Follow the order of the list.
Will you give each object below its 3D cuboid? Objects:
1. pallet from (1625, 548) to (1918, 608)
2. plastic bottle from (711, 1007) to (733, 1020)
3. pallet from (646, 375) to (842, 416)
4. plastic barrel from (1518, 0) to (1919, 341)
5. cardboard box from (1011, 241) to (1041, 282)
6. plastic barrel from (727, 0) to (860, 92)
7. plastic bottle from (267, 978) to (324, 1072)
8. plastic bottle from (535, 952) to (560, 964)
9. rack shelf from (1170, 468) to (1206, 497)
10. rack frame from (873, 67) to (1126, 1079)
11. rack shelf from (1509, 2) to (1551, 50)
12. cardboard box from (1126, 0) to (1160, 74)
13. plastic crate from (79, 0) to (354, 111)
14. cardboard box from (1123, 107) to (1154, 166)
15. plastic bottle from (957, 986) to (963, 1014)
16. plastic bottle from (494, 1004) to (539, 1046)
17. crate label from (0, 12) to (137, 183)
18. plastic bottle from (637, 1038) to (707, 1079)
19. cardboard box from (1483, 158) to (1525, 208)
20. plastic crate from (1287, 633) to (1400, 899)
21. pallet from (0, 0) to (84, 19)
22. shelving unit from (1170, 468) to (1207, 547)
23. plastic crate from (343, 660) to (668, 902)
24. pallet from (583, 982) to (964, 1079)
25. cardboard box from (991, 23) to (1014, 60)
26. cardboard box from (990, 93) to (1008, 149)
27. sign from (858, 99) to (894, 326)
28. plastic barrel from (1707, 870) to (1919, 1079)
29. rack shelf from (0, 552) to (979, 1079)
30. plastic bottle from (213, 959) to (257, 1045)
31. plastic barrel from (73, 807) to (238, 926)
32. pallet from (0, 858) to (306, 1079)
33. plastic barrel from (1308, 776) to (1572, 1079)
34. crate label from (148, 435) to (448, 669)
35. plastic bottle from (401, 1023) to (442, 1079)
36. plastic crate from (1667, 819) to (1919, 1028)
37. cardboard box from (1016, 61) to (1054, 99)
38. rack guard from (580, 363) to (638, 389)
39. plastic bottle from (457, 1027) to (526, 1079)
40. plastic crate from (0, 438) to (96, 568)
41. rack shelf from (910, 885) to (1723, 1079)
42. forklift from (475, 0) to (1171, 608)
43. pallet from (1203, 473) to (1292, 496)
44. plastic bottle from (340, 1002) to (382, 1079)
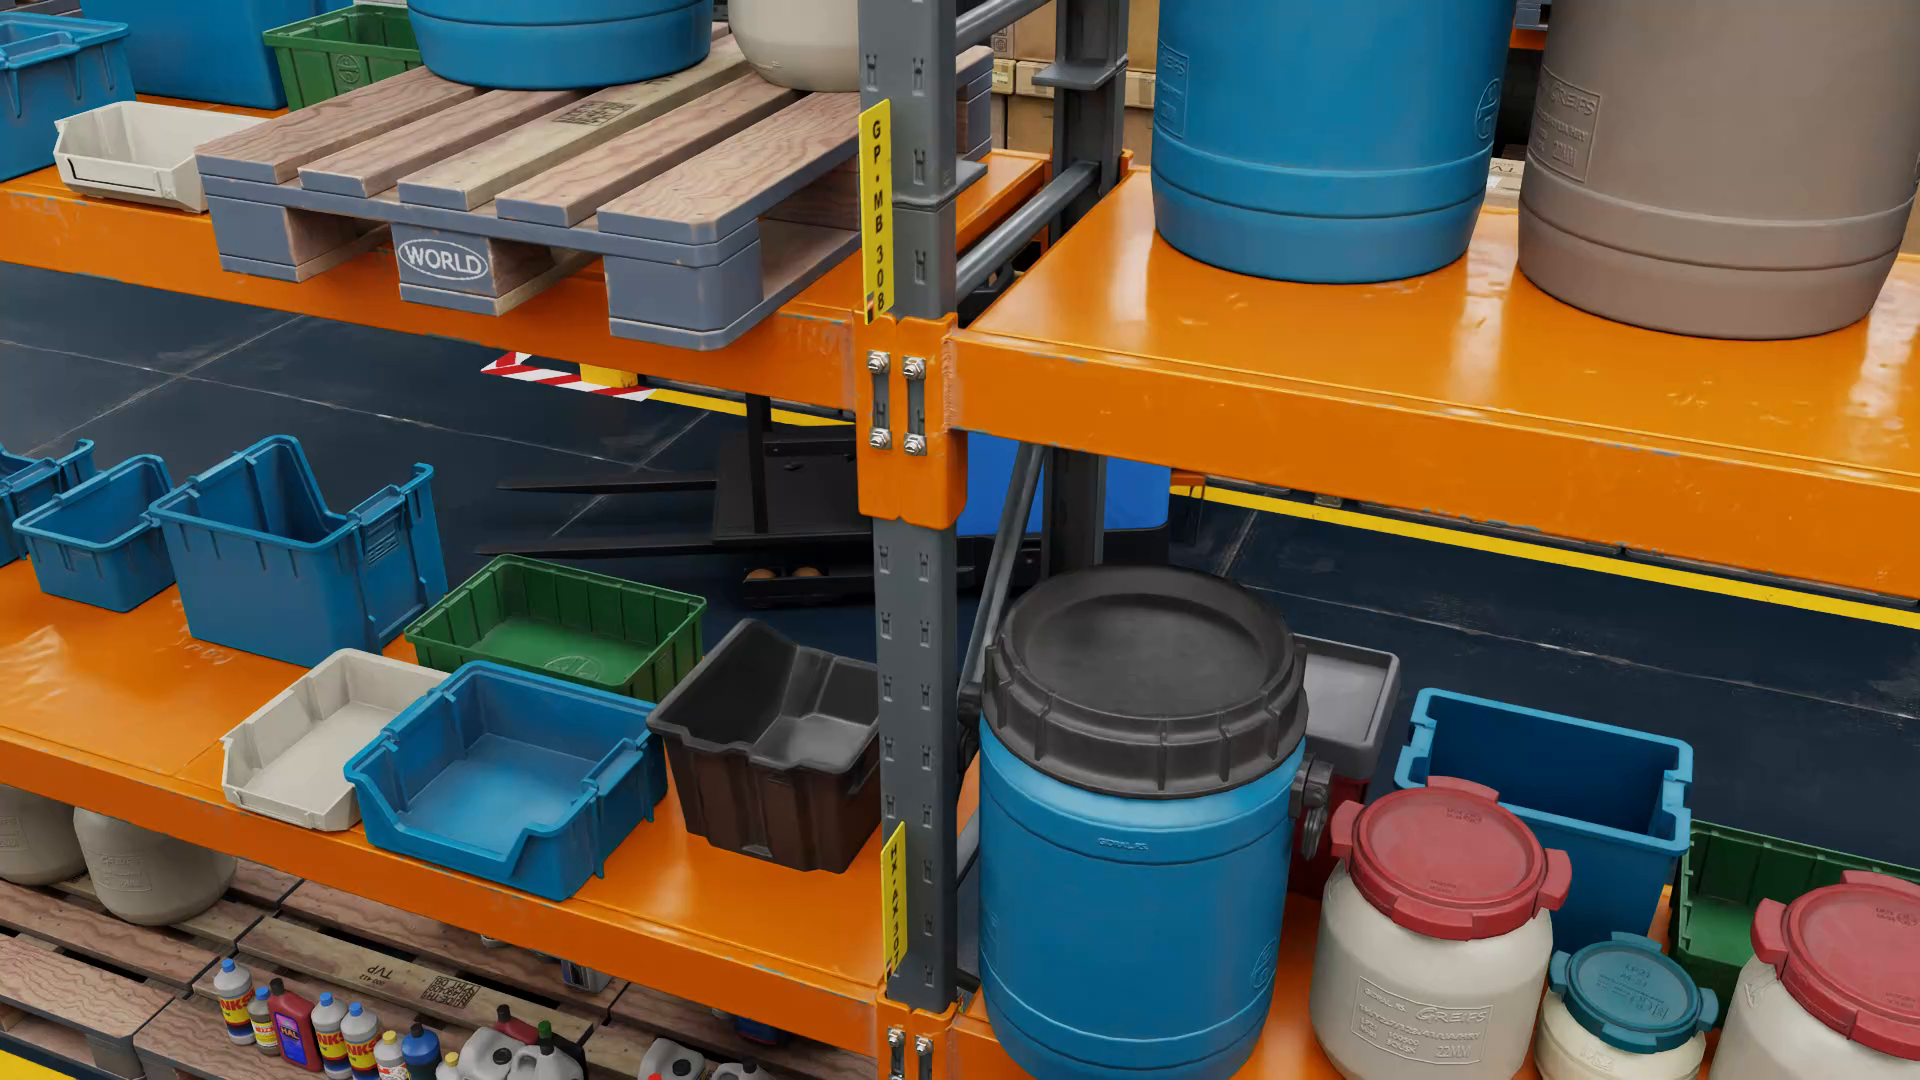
[{"bbox_3d":[3.789,-0.133,7.770,1.213,0.211,1.003,11,31,19],"label":"pallet"},{"bbox_3d":[-0.680,1.254,4.809,0.097,0.271,0.097,0,29,0],"label":"plastic bottle"},{"bbox_3d":[-1.025,-1.094,9.471,1.213,0.211,1.003,11,31,19],"label":"pallet"},{"bbox_3d":[1.250,-0.840,2.630,0.600,0.901,0.600,0,29,0],"label":"plastic barrel"},{"bbox_3d":[0.522,-1.177,8.390,0.500,0.500,0.500,11,31,19],"label":"cardboard box"},{"bbox_3d":[-0.234,-1.139,3.128,0.421,0.512,0.421,0,29,0],"label":"plastic barrel"},{"bbox_3d":[-1.849,1.346,4.633,0.133,0.283,0.061,12,32,20],"label":"plastic bottle"},{"bbox_3d":[-1.246,1.171,5.027,0.097,0.201,0.097,0,29,0],"label":"plastic bottle"},{"bbox_3d":[1.010,-0.304,7.634,0.180,0.103,0.258,1,29,-5],"label":"rack shelf"},{"bbox_3d":[0.092,0.568,3.697,0.127,3.000,1.000,11,31,19],"label":"rack frame"},{"bbox_3d":[5.670,-3.266,11.211,4.000,0.370,1.077,11,31,19],"label":"rack shelf"},{"bbox_3d":[1.075,-2.471,7.652,0.500,0.500,0.700,11,31,19],"label":"cardboard box"},{"bbox_3d":[-1.735,-1.256,3.891,0.575,0.384,0.392,11,31,19],"label":"plastic crate"},{"bbox_3d":[1.053,-1.907,7.975,0.500,0.500,0.700,11,31,19],"label":"cardboard box"},{"bbox_3d":[-0.039,1.305,4.718,0.097,0.271,0.097,0,29,0],"label":"plastic bottle"},{"bbox_3d":[-1.200,1.395,4.547,0.133,0.283,0.061,11,31,19],"label":"plastic bottle"},{"bbox_3d":[-2.005,-0.916,3.426,0.408,0.251,0.502,11,31,19],"label":"crate label"},{"bbox_3d":[-0.759,1.467,4.428,0.135,0.276,0.152,11,31,19],"label":"plastic bottle"},{"bbox_3d":[2.430,-1.554,7.603,0.500,0.250,0.500,13,32,22],"label":"cardboard box"},{"bbox_3d":[0.655,0.490,3.770,0.583,0.464,0.402,11,31,19],"label":"plastic crate"},{"bbox_3d":[-2.885,-1.198,3.965,1.213,0.211,1.003,11,31,19],"label":"pallet"},{"bbox_3d":[1.028,-0.551,7.496,0.189,1.200,0.258,1,29,-5],"label":"shelving unit"},{"bbox_3d":[-1.036,0.552,3.877,0.616,0.251,0.499,11,31,19],"label":"plastic crate"},{"bbox_3d":[-0.515,1.638,4.637,1.213,0.211,1.003,11,31,19],"label":"pallet"},{"bbox_3d":[0.149,-2.656,7.981,0.500,0.500,0.700,11,31,19],"label":"cardboard box"},{"bbox_3d":[0.114,-2.096,8.309,0.500,0.500,0.700,12,32,21],"label":"cardboard box"},{"bbox_3d":[-0.126,-0.493,2.517,0.005,0.325,0.100,11,31,19],"label":"sign"},{"bbox_3d":[1.575,0.921,2.934,0.433,0.535,0.433,0,29,0],"label":"plastic barrel"},{"bbox_3d":[-1.762,0.511,4.529,4.000,0.370,1.077,11,31,19],"label":"rack shelf"},{"bbox_3d":[-2.052,1.301,4.725,0.097,0.271,0.097,0,29,0],"label":"plastic bottle"},{"bbox_3d":[-2.512,0.908,5.197,0.421,0.512,0.421,0,29,0],"label":"plastic barrel"},{"bbox_3d":[-2.776,1.187,5.435,1.213,0.211,1.003,11,31,19],"label":"pallet"},{"bbox_3d":[0.896,0.786,3.174,0.433,0.535,0.433,0,29,0],"label":"plastic barrel"},{"bbox_3d":[-1.808,0.029,4.613,0.616,0.435,0.502,11,31,19],"label":"crate label"},{"bbox_3d":[-1.454,1.421,4.513,0.097,0.271,0.097,0,29,0],"label":"plastic bottle"},{"bbox_3d":[1.811,0.853,3.407,0.662,0.188,0.450,11,31,19],"label":"plastic crate"},{"bbox_3d":[0.449,-2.204,7.841,0.250,0.149,0.380,12,32,21],"label":"cardboard box"},{"bbox_3d":[-1.771,-1.346,9.624,0.348,0.500,1.175,11,31,19],"label":"rack guard"},{"bbox_3d":[-1.240,1.447,4.462,0.135,0.276,0.152,12,32,20],"label":"plastic bottle"},{"bbox_3d":[-3.039,-0.151,5.121,0.616,0.251,0.499,11,31,19],"label":"plastic crate"},{"bbox_3d":[1.945,1.251,3.220,4.000,0.370,1.077,11,31,19],"label":"rack shelf"},{"bbox_3d":[-0.621,-1.251,6.984,3.031,2.935,1.130,-2,30,-4],"label":"forklift"},{"bbox_3d":[1.236,-0.642,8.672,1.213,0.211,1.003,11,31,19],"label":"pallet"},{"bbox_3d":[-1.642,1.383,4.580,0.097,0.271,0.097,0,29,0],"label":"plastic bottle"}]
